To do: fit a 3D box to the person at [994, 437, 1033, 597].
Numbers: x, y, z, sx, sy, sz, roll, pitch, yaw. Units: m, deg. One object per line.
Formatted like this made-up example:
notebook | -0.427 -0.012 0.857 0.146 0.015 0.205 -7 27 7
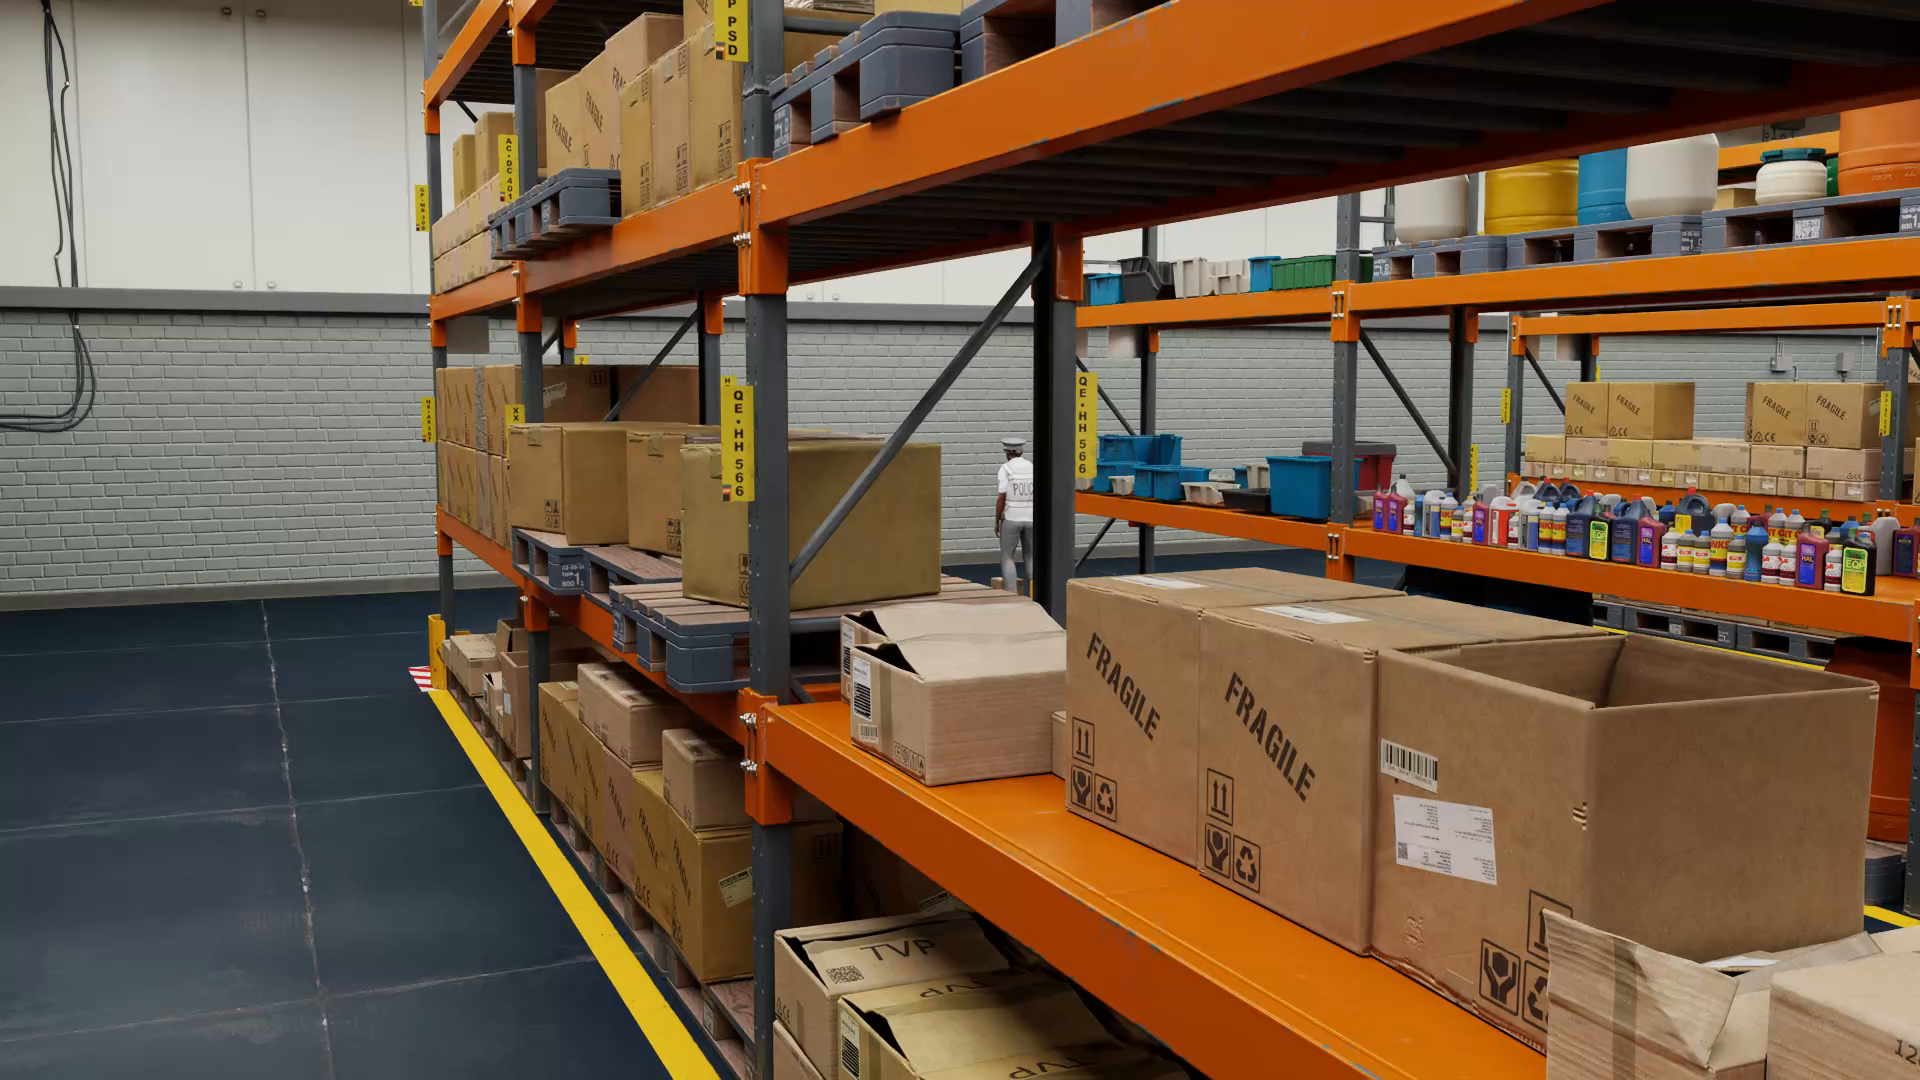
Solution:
person | 0.576 -0.170 16.282 0.509 1.658 0.397 -2 6 -24
